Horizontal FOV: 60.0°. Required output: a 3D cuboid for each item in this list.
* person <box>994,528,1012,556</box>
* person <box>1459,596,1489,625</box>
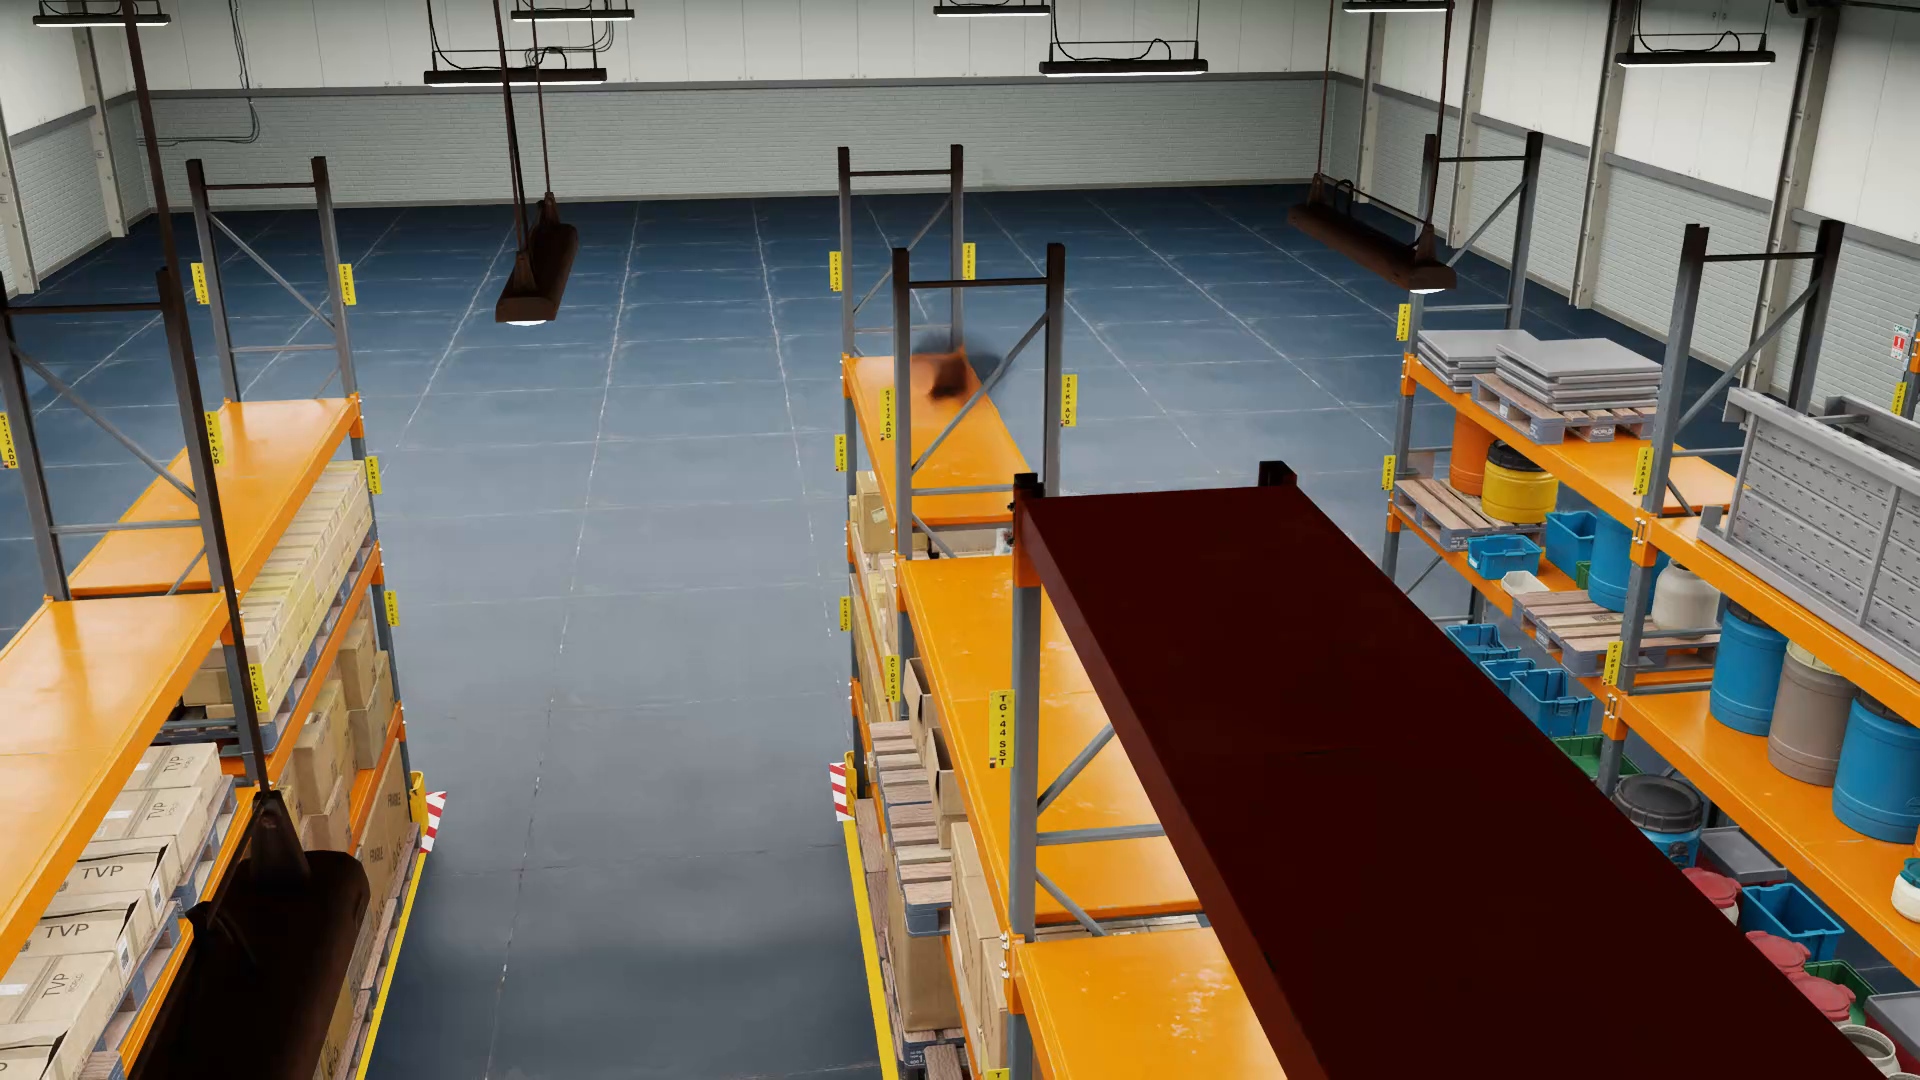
[{"bbox_3d":[0.294,0.136,18.919,0.710,1.782,0.677,9,23,22],"label":"person"},{"bbox_3d":[6.094,0.242,18.707,0.761,1.744,0.696,6,22,15],"label":"person"}]
